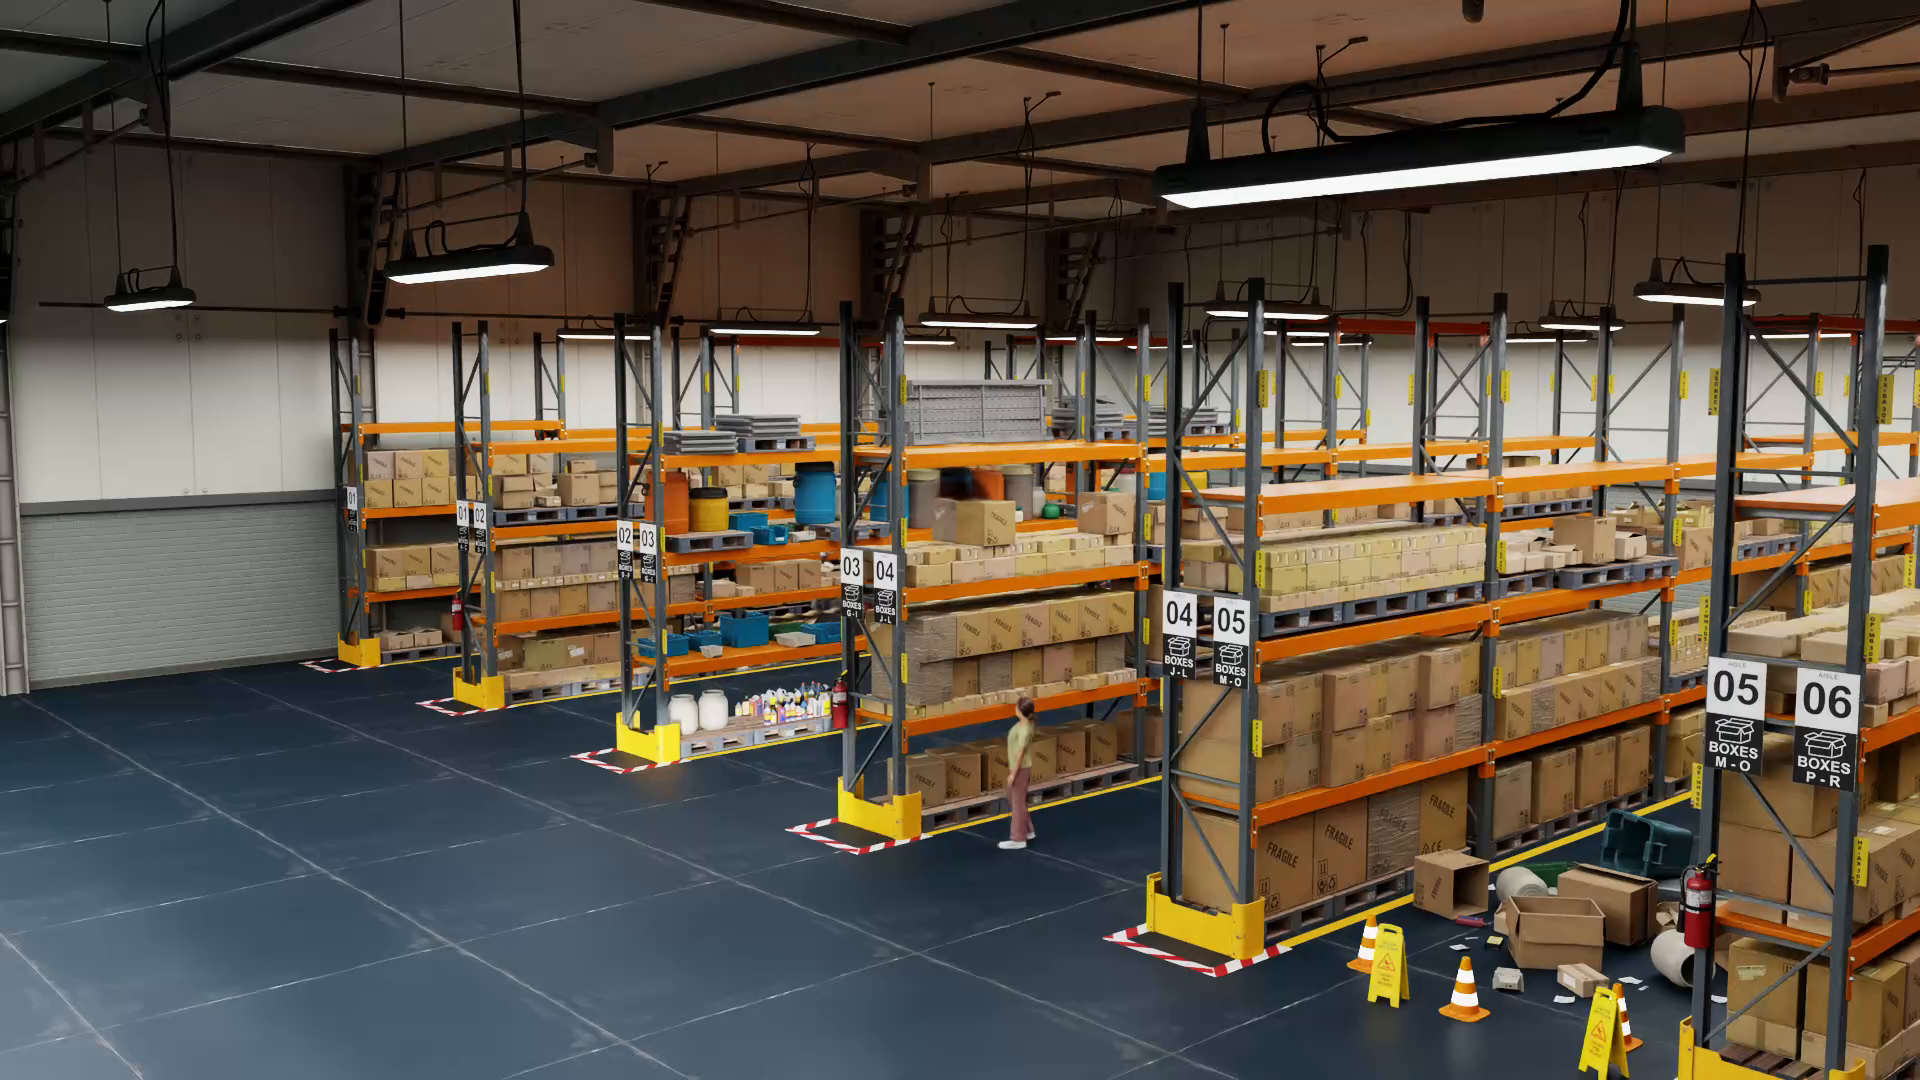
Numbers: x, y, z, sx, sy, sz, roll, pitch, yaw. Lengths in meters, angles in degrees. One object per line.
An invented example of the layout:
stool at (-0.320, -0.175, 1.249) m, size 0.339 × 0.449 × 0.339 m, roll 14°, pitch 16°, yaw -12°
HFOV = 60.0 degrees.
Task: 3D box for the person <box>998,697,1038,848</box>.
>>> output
person at (0.646, 2.536, 18.329) m, size 0.435 × 1.663 × 0.536 m, roll 0°, pitch 6°, yaw 3°

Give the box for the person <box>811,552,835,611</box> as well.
person at (-2.727, 1.023, 33.807) m, size 0.744 × 1.722 × 0.603 m, roll -4°, pitch 7°, yaw -36°
